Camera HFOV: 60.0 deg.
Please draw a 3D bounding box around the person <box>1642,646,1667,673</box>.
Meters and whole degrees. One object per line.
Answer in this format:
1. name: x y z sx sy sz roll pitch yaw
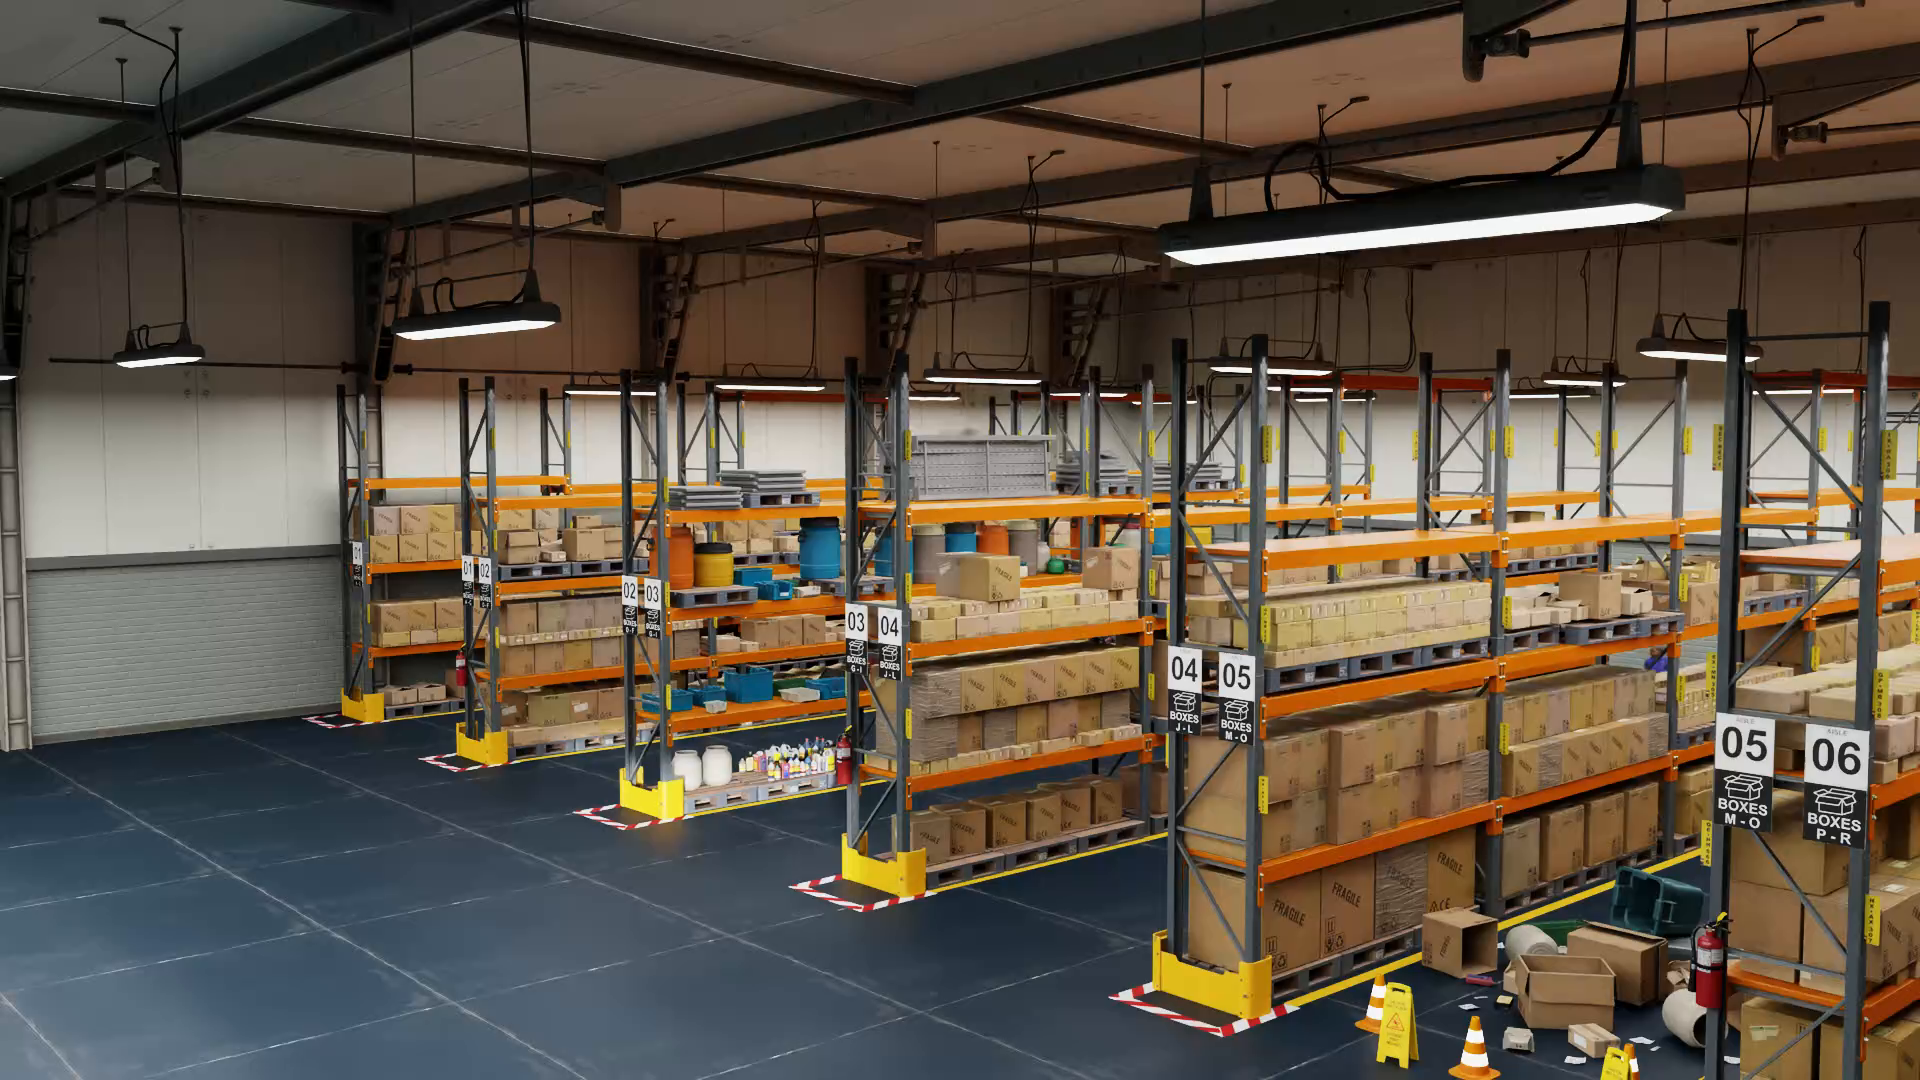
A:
1. person: 11.696 2.556 27.758 0.662 1.573 0.922 3 5 37
